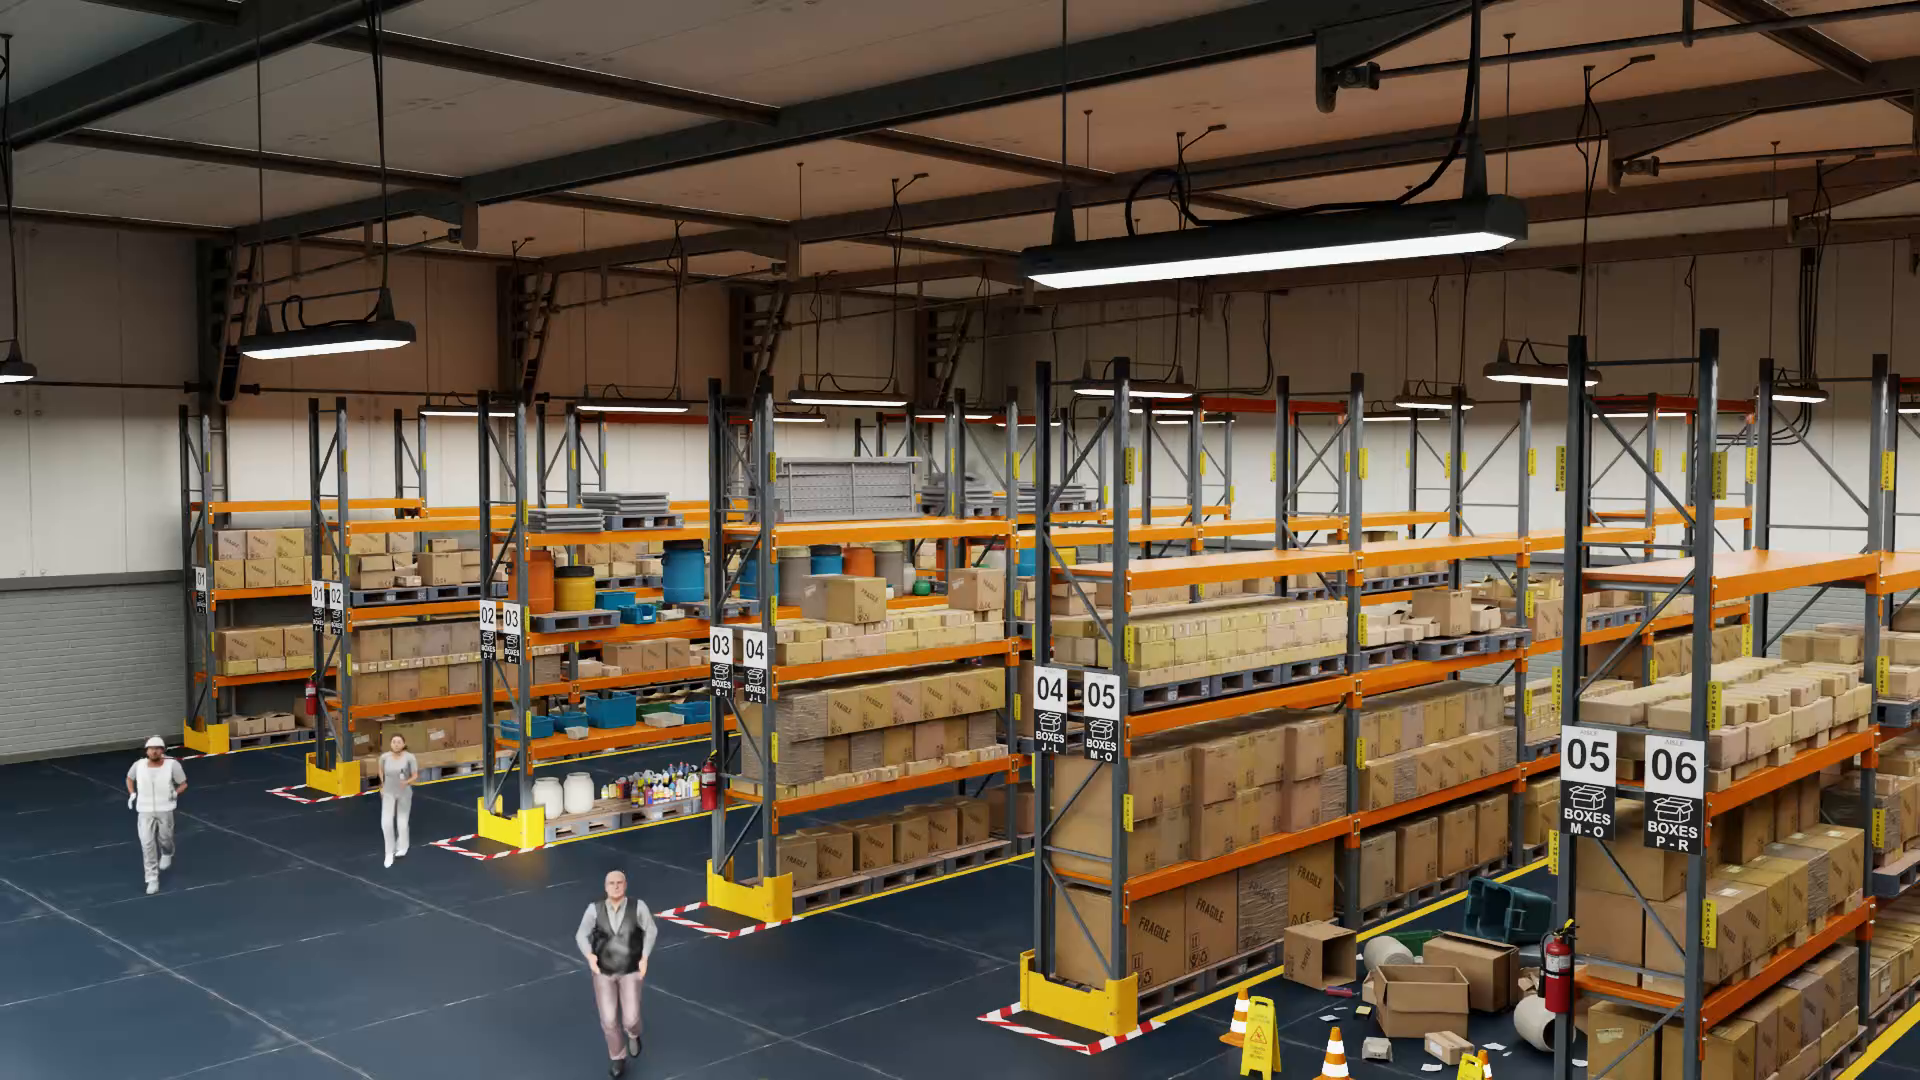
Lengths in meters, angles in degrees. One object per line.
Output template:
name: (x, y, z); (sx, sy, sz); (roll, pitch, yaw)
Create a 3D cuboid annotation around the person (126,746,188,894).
person: (1.425, 2.519, 16.496); (19.119, 3.557, 14.644); (-1, 3, -20)

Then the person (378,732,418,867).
person: (-2.737, 2.992, 25.681); (11.110, 1.673, 8.073); (-1, 3, -13)

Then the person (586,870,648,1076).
person: (-2.854, 3.590, 13.855); (0.553, 1.687, 0.573); (0, 3, -8)
